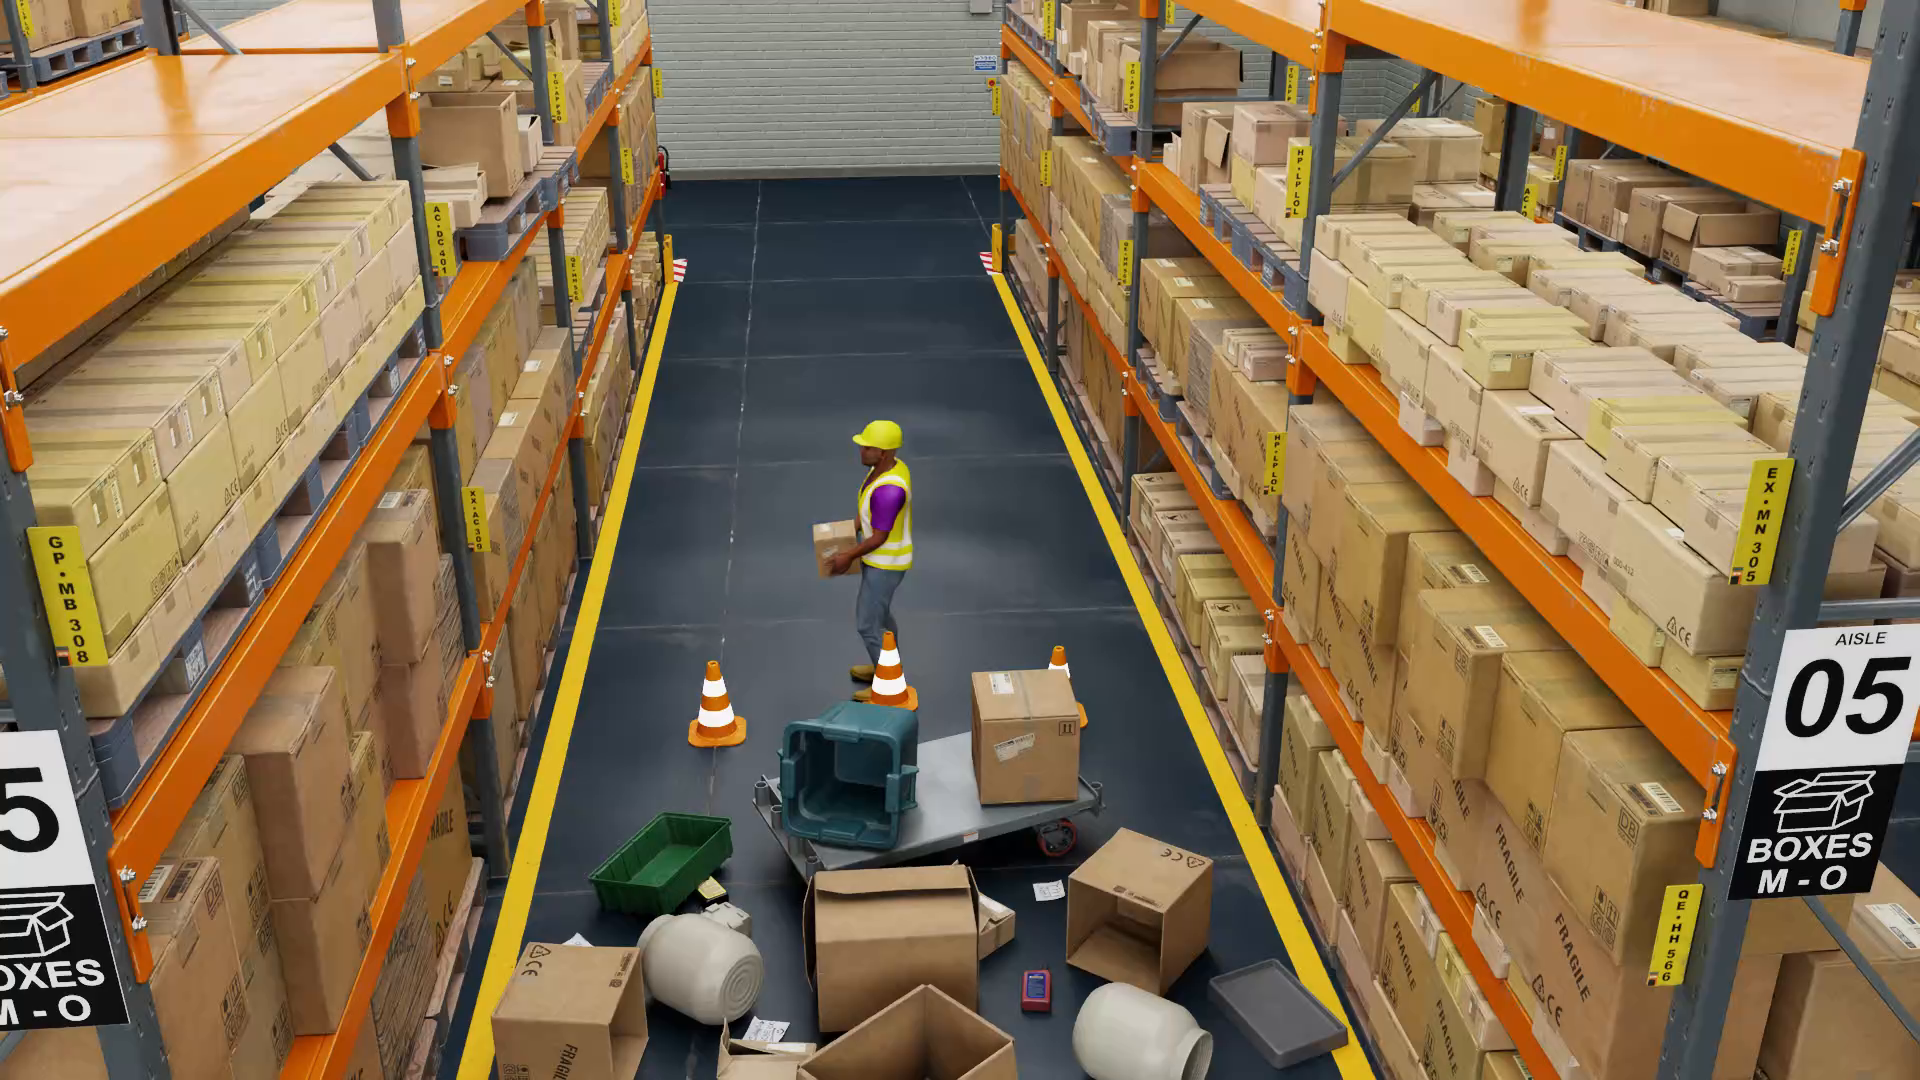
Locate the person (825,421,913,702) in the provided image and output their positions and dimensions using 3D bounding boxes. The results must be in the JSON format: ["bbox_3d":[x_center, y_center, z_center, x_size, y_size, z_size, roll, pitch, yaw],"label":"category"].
[{"bbox_3d":[-0.549,0.122,10.020,0.539,1.774,0.549,-2,24,-6],"label":"person"}]
